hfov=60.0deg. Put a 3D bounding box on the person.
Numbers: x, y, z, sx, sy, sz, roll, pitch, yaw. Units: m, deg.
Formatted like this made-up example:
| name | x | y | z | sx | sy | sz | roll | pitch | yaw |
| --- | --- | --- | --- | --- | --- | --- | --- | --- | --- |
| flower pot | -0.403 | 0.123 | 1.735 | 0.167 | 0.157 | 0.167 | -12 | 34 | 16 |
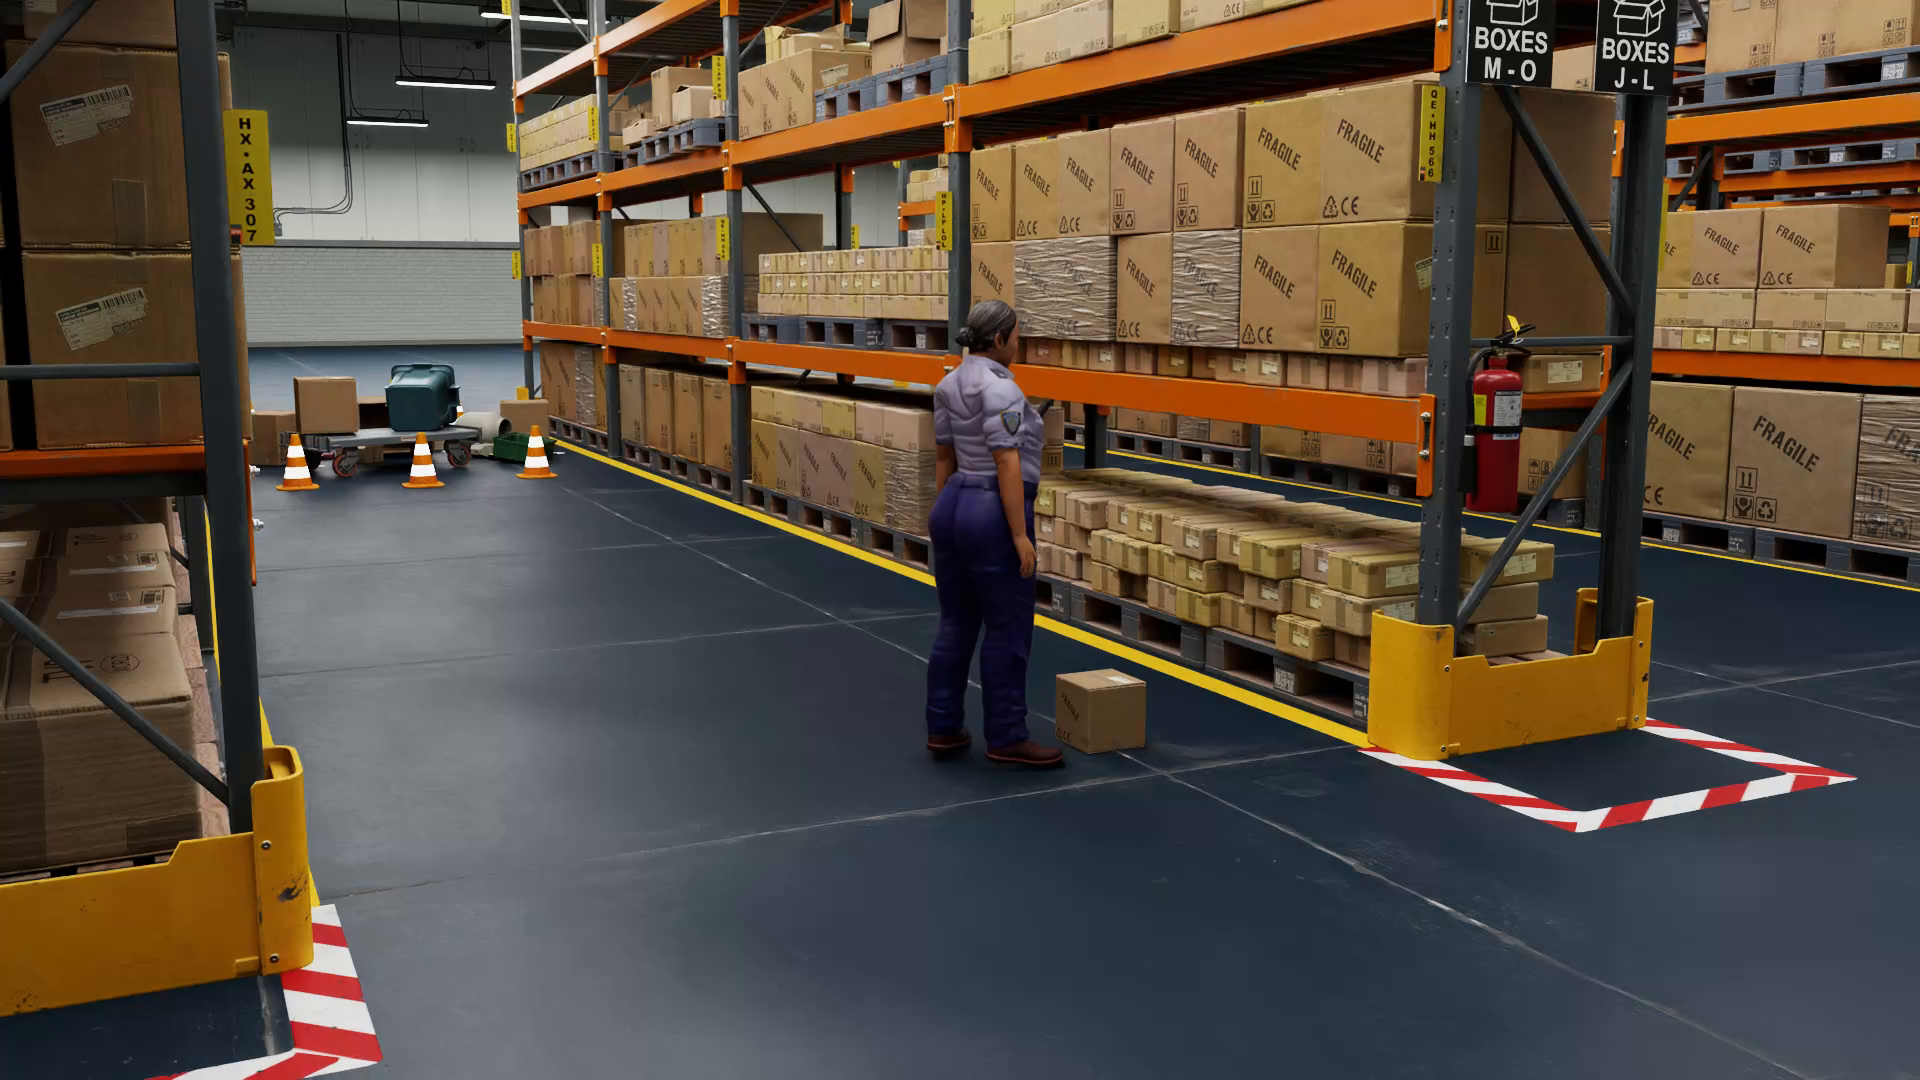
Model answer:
| name | x | y | z | sx | sy | sz | roll | pitch | yaw |
| --- | --- | --- | --- | --- | --- | --- | --- | --- | --- |
| person | 0.106 | -0.028 | 5.966 | 0.408 | 1.656 | 0.535 | -5 | 10 | -31 |
